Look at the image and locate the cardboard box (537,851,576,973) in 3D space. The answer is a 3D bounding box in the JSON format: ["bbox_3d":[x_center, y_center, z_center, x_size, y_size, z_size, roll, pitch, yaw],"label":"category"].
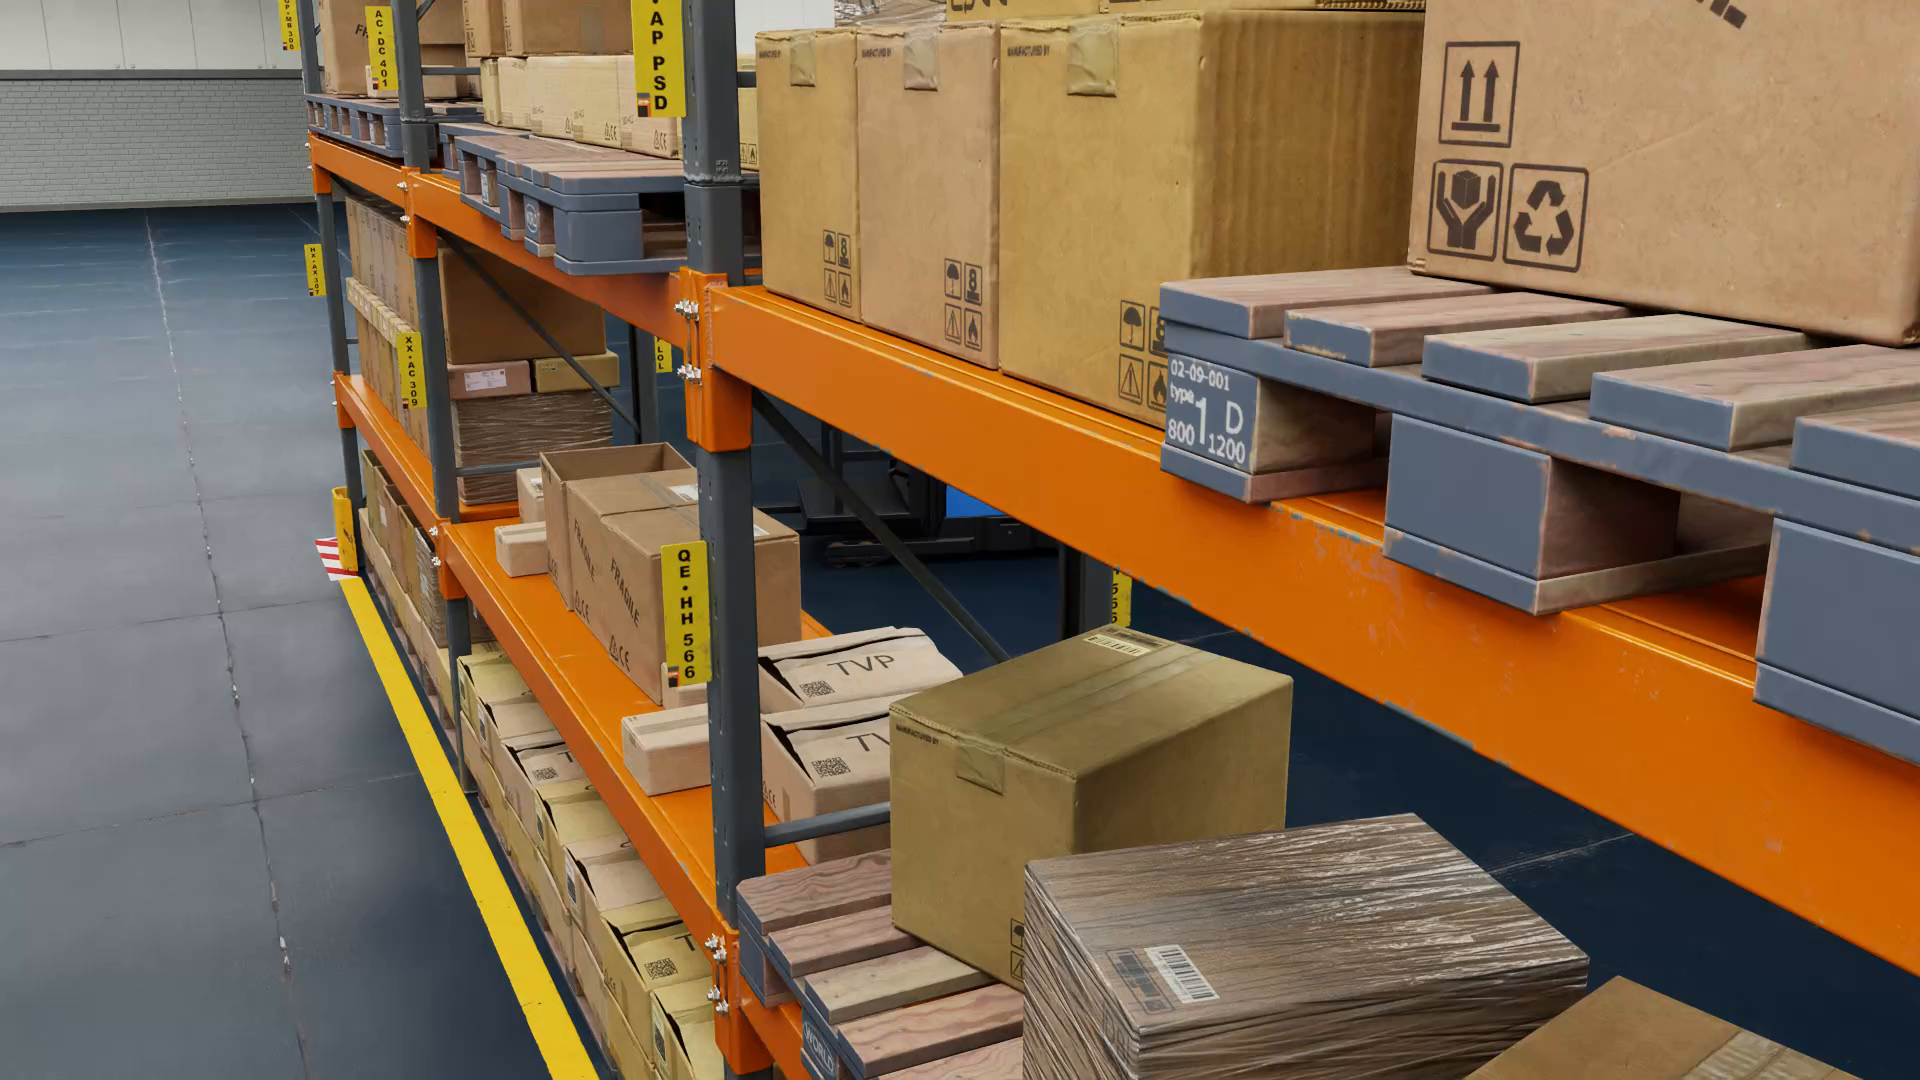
[{"bbox_3d":[-1.225,1.292,6.034,0.500,0.250,0.500,-7,18,-24],"label":"cardboard box"}]

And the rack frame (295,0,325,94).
[{"bbox_3d":[-3.605,-4.215,10.123,1.000,3.000,0.127,-8,18,-25],"label":"rack frame"}]

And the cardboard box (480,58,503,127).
[{"bbox_3d":[-1.592,-1.757,6.507,0.500,0.250,0.500,-6,17,-19],"label":"cardboard box"}]

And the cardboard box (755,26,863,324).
[{"bbox_3d":[0.121,-0.733,3.248,0.910,0.500,0.500,-8,18,-25],"label":"cardboard box"}]

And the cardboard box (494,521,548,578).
[{"bbox_3d":[-1.648,0.026,6.677,0.380,0.149,0.250,-8,18,-25],"label":"cardboard box"}]

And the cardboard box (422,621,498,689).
[{"bbox_3d":[-2.463,0.567,8.561,0.500,0.250,0.500,-8,18,-25],"label":"cardboard box"}]

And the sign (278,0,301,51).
[{"bbox_3d":[-4.107,-3.165,10.177,0.100,0.325,0.005,-8,18,-25],"label":"sign"}]

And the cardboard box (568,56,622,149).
[{"bbox_3d":[-0.836,-1.296,4.900,0.500,0.250,0.500,-8,18,-26],"label":"cardboard box"}]

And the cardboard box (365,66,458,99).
[{"bbox_3d":[-2.627,-2.195,7.965,0.380,0.149,0.250,-8,18,-25],"label":"cardboard box"}]

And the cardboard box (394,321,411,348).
[{"bbox_3d":[-2.720,-1.056,8.634,0.380,0.149,0.250,-7,17,-23],"label":"cardboard box"}]

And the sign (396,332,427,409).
[{"bbox_3d":[-2.351,-0.726,7.129,0.100,0.325,0.005,-8,18,-25],"label":"sign"}]

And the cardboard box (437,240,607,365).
[{"bbox_3d":[-2.053,-1.120,7.683,0.700,0.500,0.500,-8,18,-25],"label":"cardboard box"}]

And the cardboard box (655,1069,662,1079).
[{"bbox_3d":[-0.550,1.671,4.712,0.500,0.250,0.500,-7,18,-24],"label":"cardboard box"}]

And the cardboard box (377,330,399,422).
[{"bbox_3d":[-2.966,-1.008,9.645,0.700,0.500,0.500,-8,18,-25],"label":"cardboard box"}]

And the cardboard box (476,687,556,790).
[{"bbox_3d":[-1.681,0.768,6.842,0.500,0.311,0.500,-8,18,-26],"label":"cardboard box"}]

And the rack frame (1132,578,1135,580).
[{"bbox_3d":[1.267,-0.771,10.629,0.400,2.100,0.015,-8,18,-26],"label":"rack frame"}]

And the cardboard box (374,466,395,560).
[{"bbox_3d":[-3.119,-0.166,9.754,0.500,0.500,0.500,-8,18,-25],"label":"cardboard box"}]

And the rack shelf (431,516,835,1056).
[{"bbox_3d":[-0.977,0.503,5.866,1.077,0.370,4.000,-8,18,-25],"label":"rack shelf"}]

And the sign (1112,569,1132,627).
[{"bbox_3d":[0.383,0.066,4.126,0.100,0.325,0.005,-8,18,-25],"label":"sign"}]

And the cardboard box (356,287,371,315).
[{"bbox_3d":[-3.401,-1.440,9.975,0.380,0.149,0.250,-8,18,-25],"label":"cardboard box"}]

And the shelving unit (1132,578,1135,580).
[{"bbox_3d":[1.158,-0.831,10.839,0.431,2.100,0.503,-8,18,-26],"label":"shelving unit"}]

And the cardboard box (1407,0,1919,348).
[{"bbox_3d":[0.911,-0.559,1.700,0.600,0.600,0.600,-8,18,-27],"label":"cardboard box"}]

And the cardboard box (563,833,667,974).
[{"bbox_3d":[-1.004,1.149,5.515,0.500,0.311,0.500,-8,18,-25],"label":"cardboard box"}]

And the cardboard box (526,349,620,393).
[{"bbox_3d":[-1.797,-0.789,7.705,0.380,0.149,0.250,-8,18,-25],"label":"cardboard box"}]

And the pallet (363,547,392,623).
[{"bbox_3d":[-3.233,0.194,10.692,1.003,0.211,1.213,-8,18,-25],"label":"pallet"}]

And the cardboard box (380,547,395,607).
[{"bbox_3d":[-3.129,0.196,9.852,0.500,0.250,0.500,-8,18,-25],"label":"cardboard box"}]

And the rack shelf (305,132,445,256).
[{"bbox_3d":[-2.729,-1.931,8.908,1.077,0.370,4.000,-8,18,-25],"label":"rack shelf"}]

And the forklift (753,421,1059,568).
[{"bbox_3d":[-0.622,-1.381,11.248,3.031,2.935,1.130,-3,16,-9],"label":"forklift"}]

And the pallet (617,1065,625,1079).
[{"bbox_3d":[-0.426,1.784,5.151,1.003,0.211,1.213,-8,18,-25],"label":"pallet"}]

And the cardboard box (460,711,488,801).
[{"bbox_3d":[-1.899,0.911,7.363,0.500,0.250,0.500,-8,18,-26],"label":"cardboard box"}]

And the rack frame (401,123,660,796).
[{"bbox_3d":[-1.853,-0.339,7.495,1.000,3.000,0.127,-8,18,-25],"label":"rack frame"}]

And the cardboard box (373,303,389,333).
[{"bbox_3d":[-3.061,-1.248,9.306,0.380,0.149,0.250,-8,18,-26],"label":"cardboard box"}]

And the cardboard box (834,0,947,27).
[{"bbox_3d":[0.085,-1.209,3.093,0.500,0.500,0.500,-8,18,-25],"label":"cardboard box"}]

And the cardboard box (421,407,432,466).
[{"bbox_3d":[-2.290,-0.626,8.314,0.700,0.500,0.500,-8,18,-25],"label":"cardboard box"}]

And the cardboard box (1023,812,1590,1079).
[{"bbox_3d":[0.506,0.795,2.599,0.700,0.500,0.500,-4,17,-14],"label":"cardboard box"}]

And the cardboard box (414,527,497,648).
[{"bbox_3d":[-2.461,0.206,8.458,0.500,0.500,0.500,-8,18,-25],"label":"cardboard box"}]

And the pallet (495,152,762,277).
[{"bbox_3d":[-0.478,-0.856,4.199,1.213,0.211,1.003,-7,17,-22],"label":"pallet"}]

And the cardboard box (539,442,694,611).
[{"bbox_3d":[-1.300,-0.064,6.355,0.500,0.500,0.500,-6,17,-21],"label":"cardboard box"}]

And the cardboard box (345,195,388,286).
[{"bbox_3d":[-3.389,-1.872,10.304,0.700,0.500,0.500,-8,18,-25],"label":"cardboard box"}]

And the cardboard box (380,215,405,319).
[{"bbox_3d":[-2.713,-1.493,8.983,0.700,0.500,0.500,-8,18,-25],"label":"cardboard box"}]

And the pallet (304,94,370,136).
[{"bbox_3d":[-3.319,-2.552,9.927,1.003,0.211,1.213,-8,18,-25],"label":"pallet"}]

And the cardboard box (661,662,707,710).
[{"bbox_3d":[-0.710,0.464,5.151,0.380,0.149,0.250,-6,17,-21],"label":"cardboard box"}]

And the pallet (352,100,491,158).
[{"bbox_3d":[-2.250,-1.947,7.819,1.003,0.211,1.213,-8,18,-25],"label":"pallet"}]
